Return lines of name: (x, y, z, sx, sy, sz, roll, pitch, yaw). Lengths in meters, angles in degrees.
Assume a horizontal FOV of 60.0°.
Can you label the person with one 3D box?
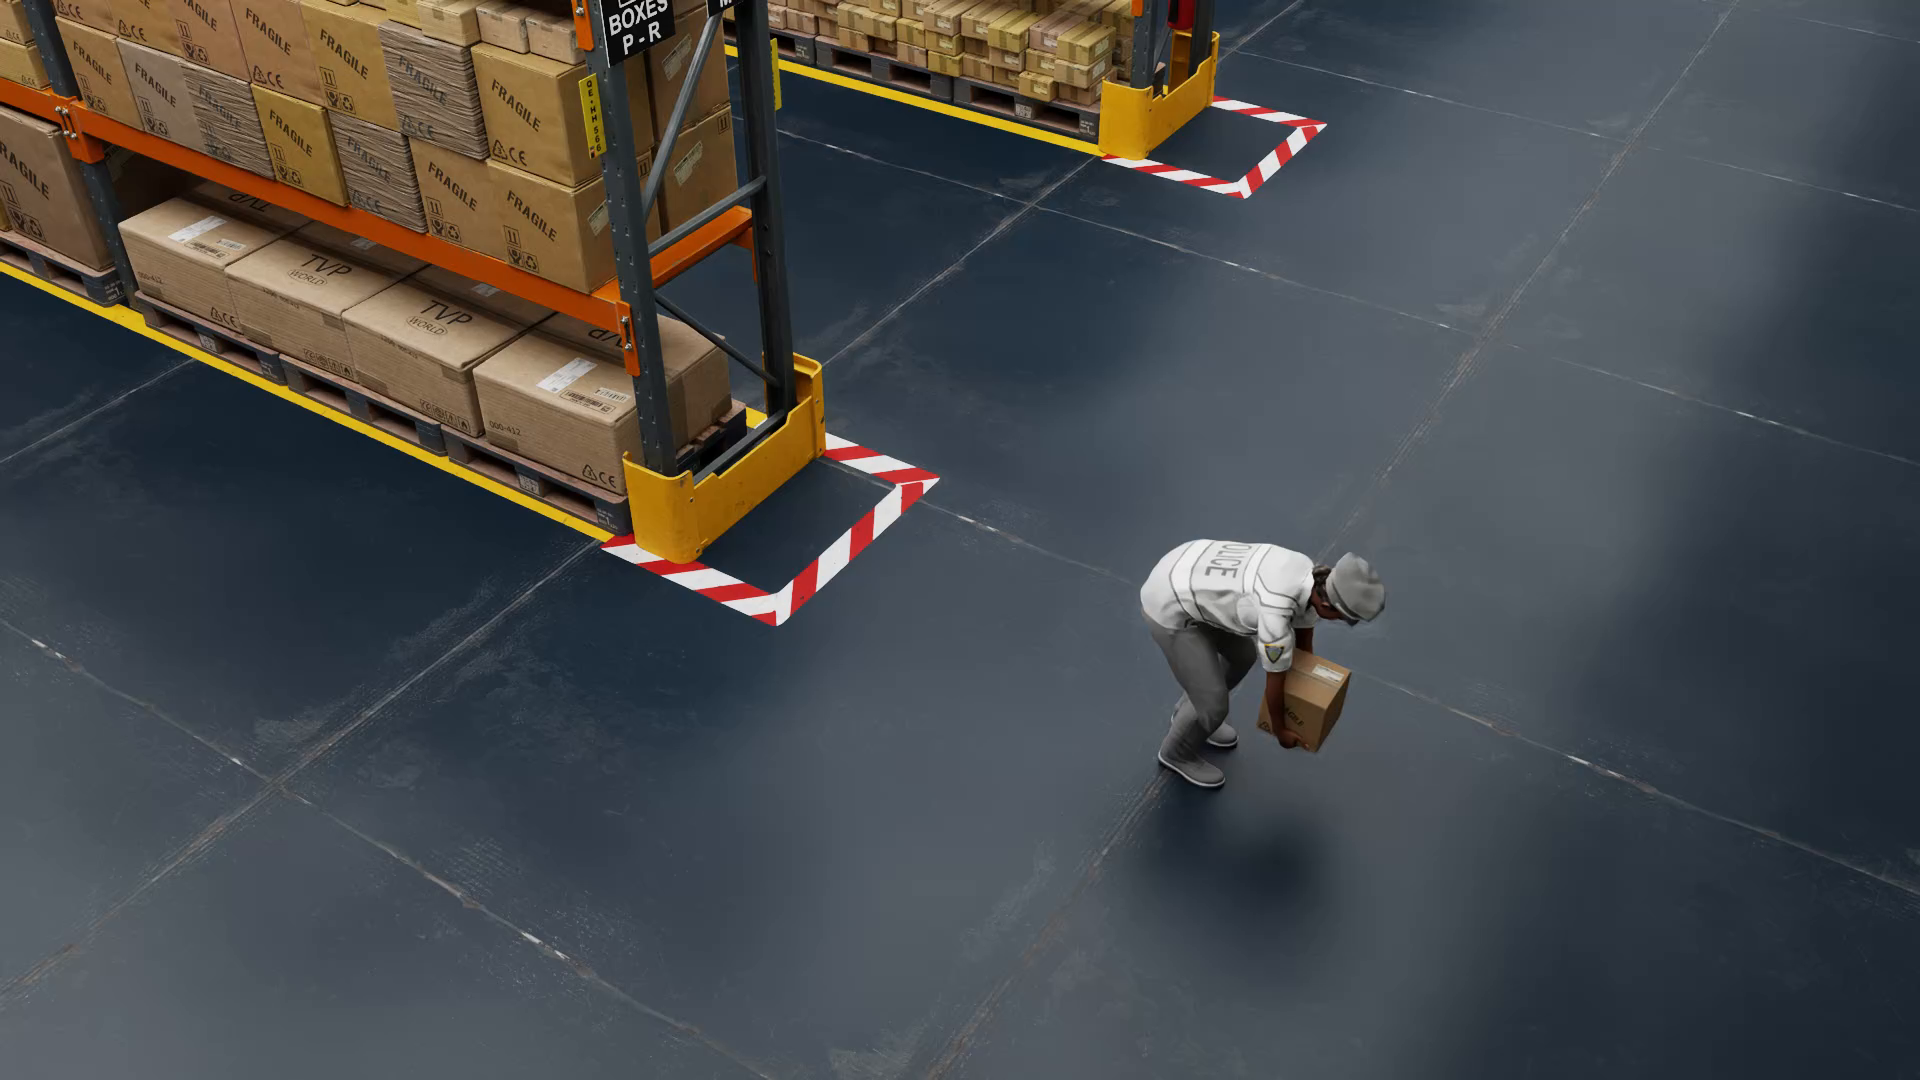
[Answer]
person: (1.134, 0.468, 6.463, 0.915, 1.207, 0.430, 20, 43, 23)
